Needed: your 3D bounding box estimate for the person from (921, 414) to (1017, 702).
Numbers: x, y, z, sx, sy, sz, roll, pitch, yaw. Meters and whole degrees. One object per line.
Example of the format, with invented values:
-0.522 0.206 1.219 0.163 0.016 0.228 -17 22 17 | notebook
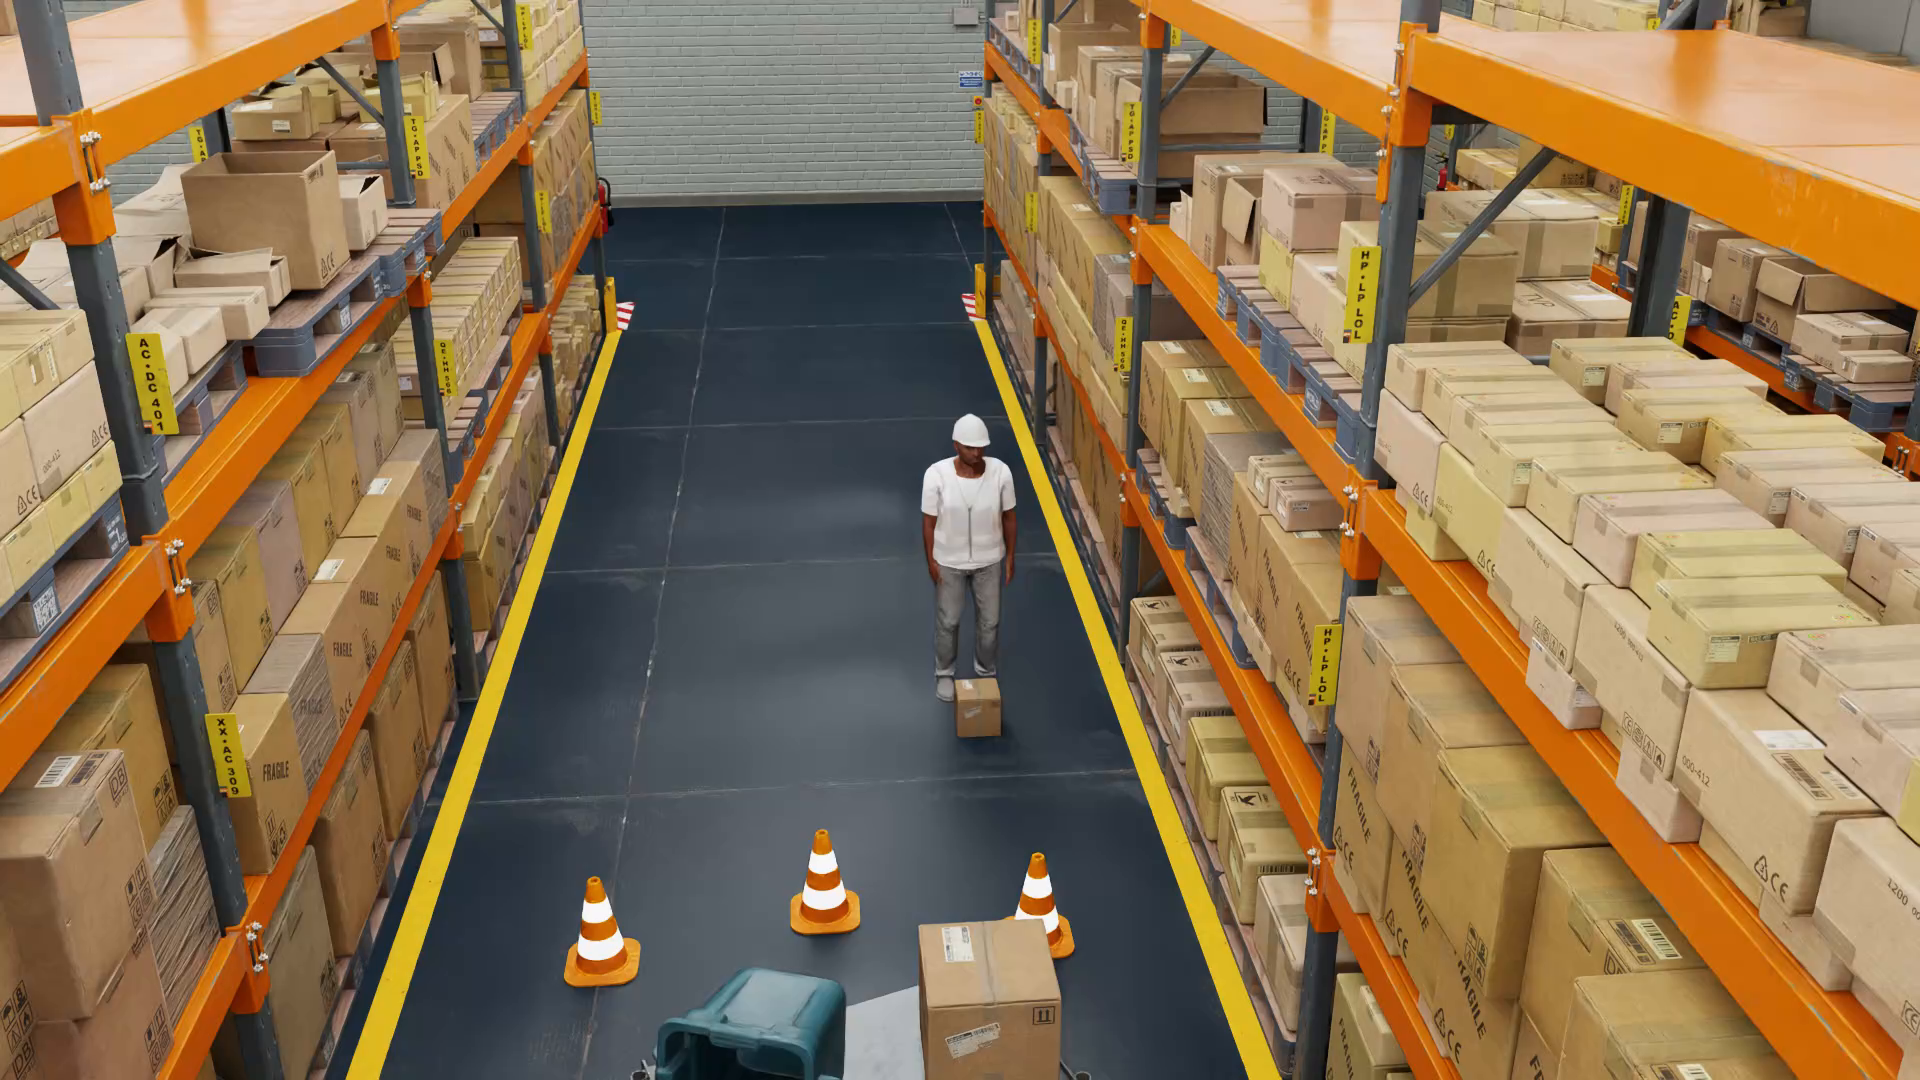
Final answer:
0.061 0.111 9.831 0.565 1.767 0.371 -3 24 -6 | person
